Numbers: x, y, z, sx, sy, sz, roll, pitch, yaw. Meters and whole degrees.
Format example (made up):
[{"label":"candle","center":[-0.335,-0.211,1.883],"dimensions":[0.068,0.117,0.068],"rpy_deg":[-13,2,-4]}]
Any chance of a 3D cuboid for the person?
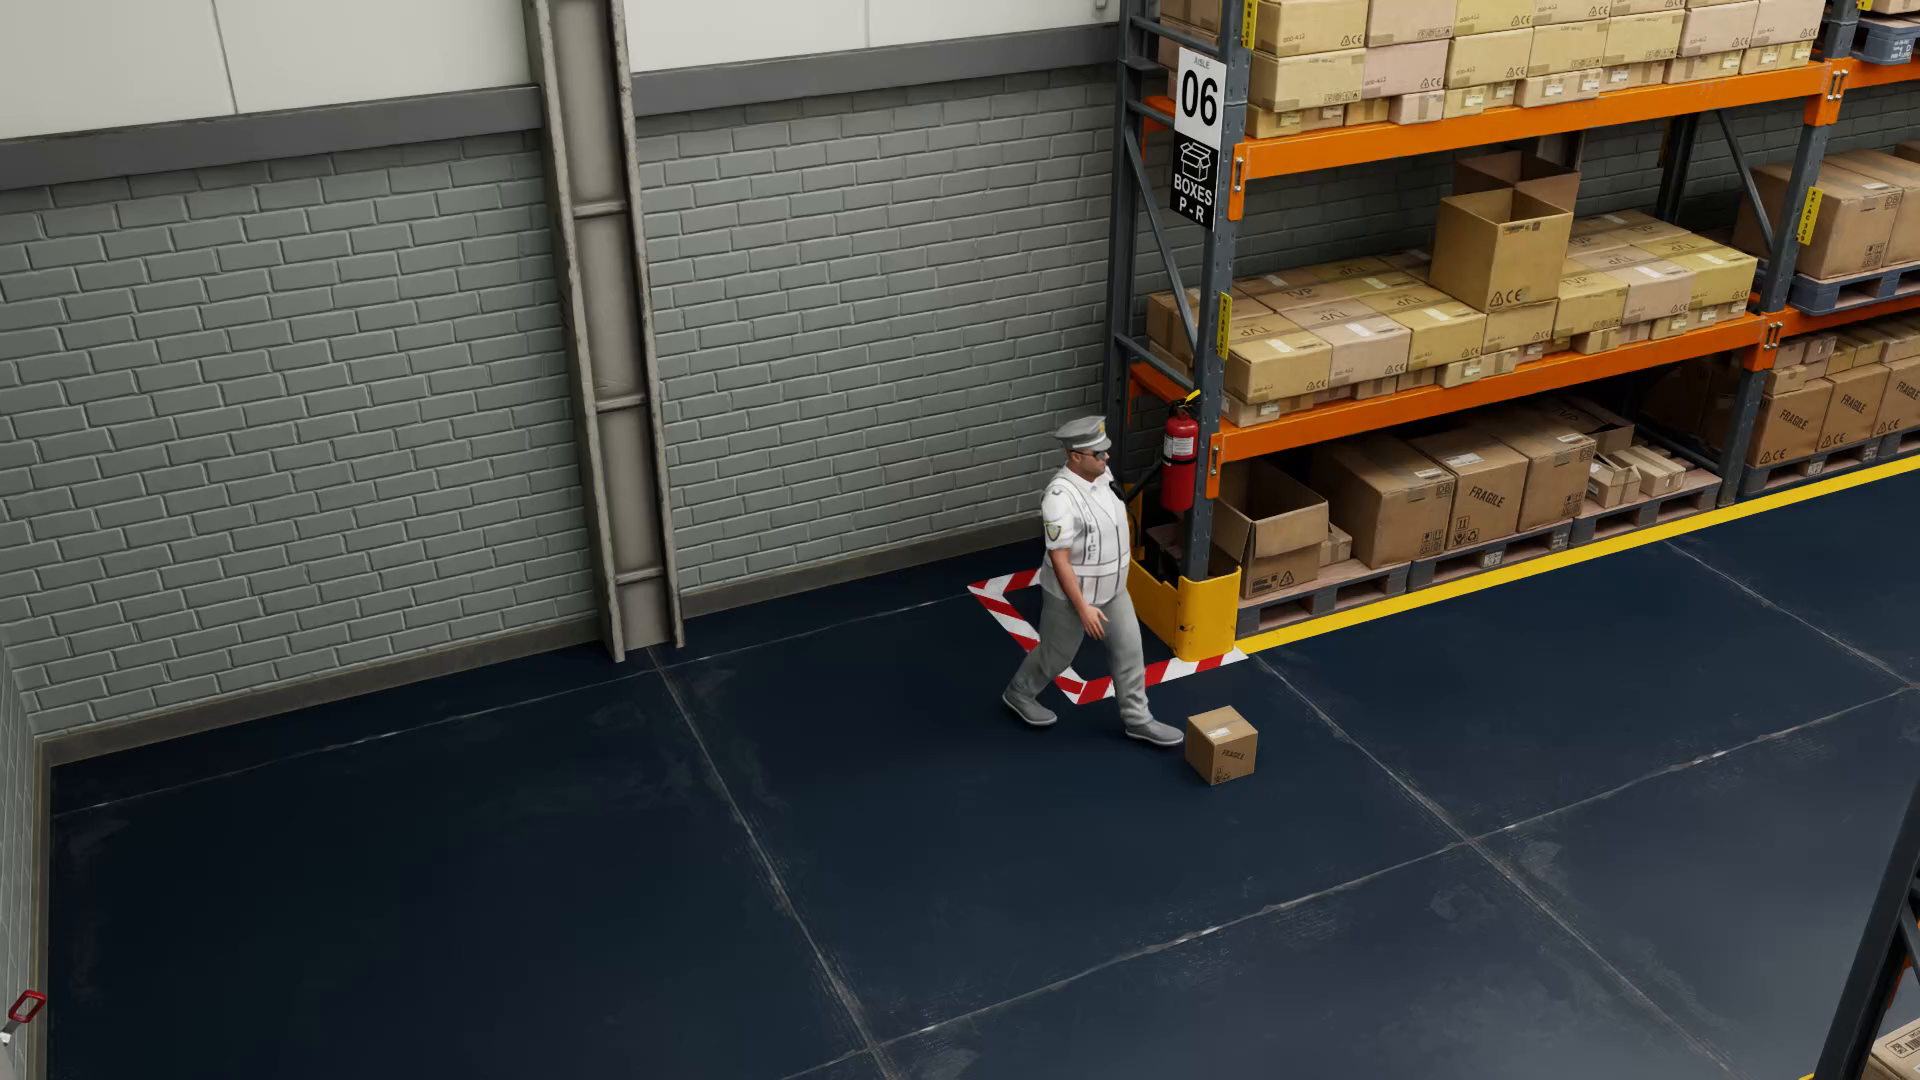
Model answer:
[{"label":"person","center":[0.646,0.226,8.029],"dimensions":[0.932,1.733,0.539],"rpy_deg":[22,36,34]}]
